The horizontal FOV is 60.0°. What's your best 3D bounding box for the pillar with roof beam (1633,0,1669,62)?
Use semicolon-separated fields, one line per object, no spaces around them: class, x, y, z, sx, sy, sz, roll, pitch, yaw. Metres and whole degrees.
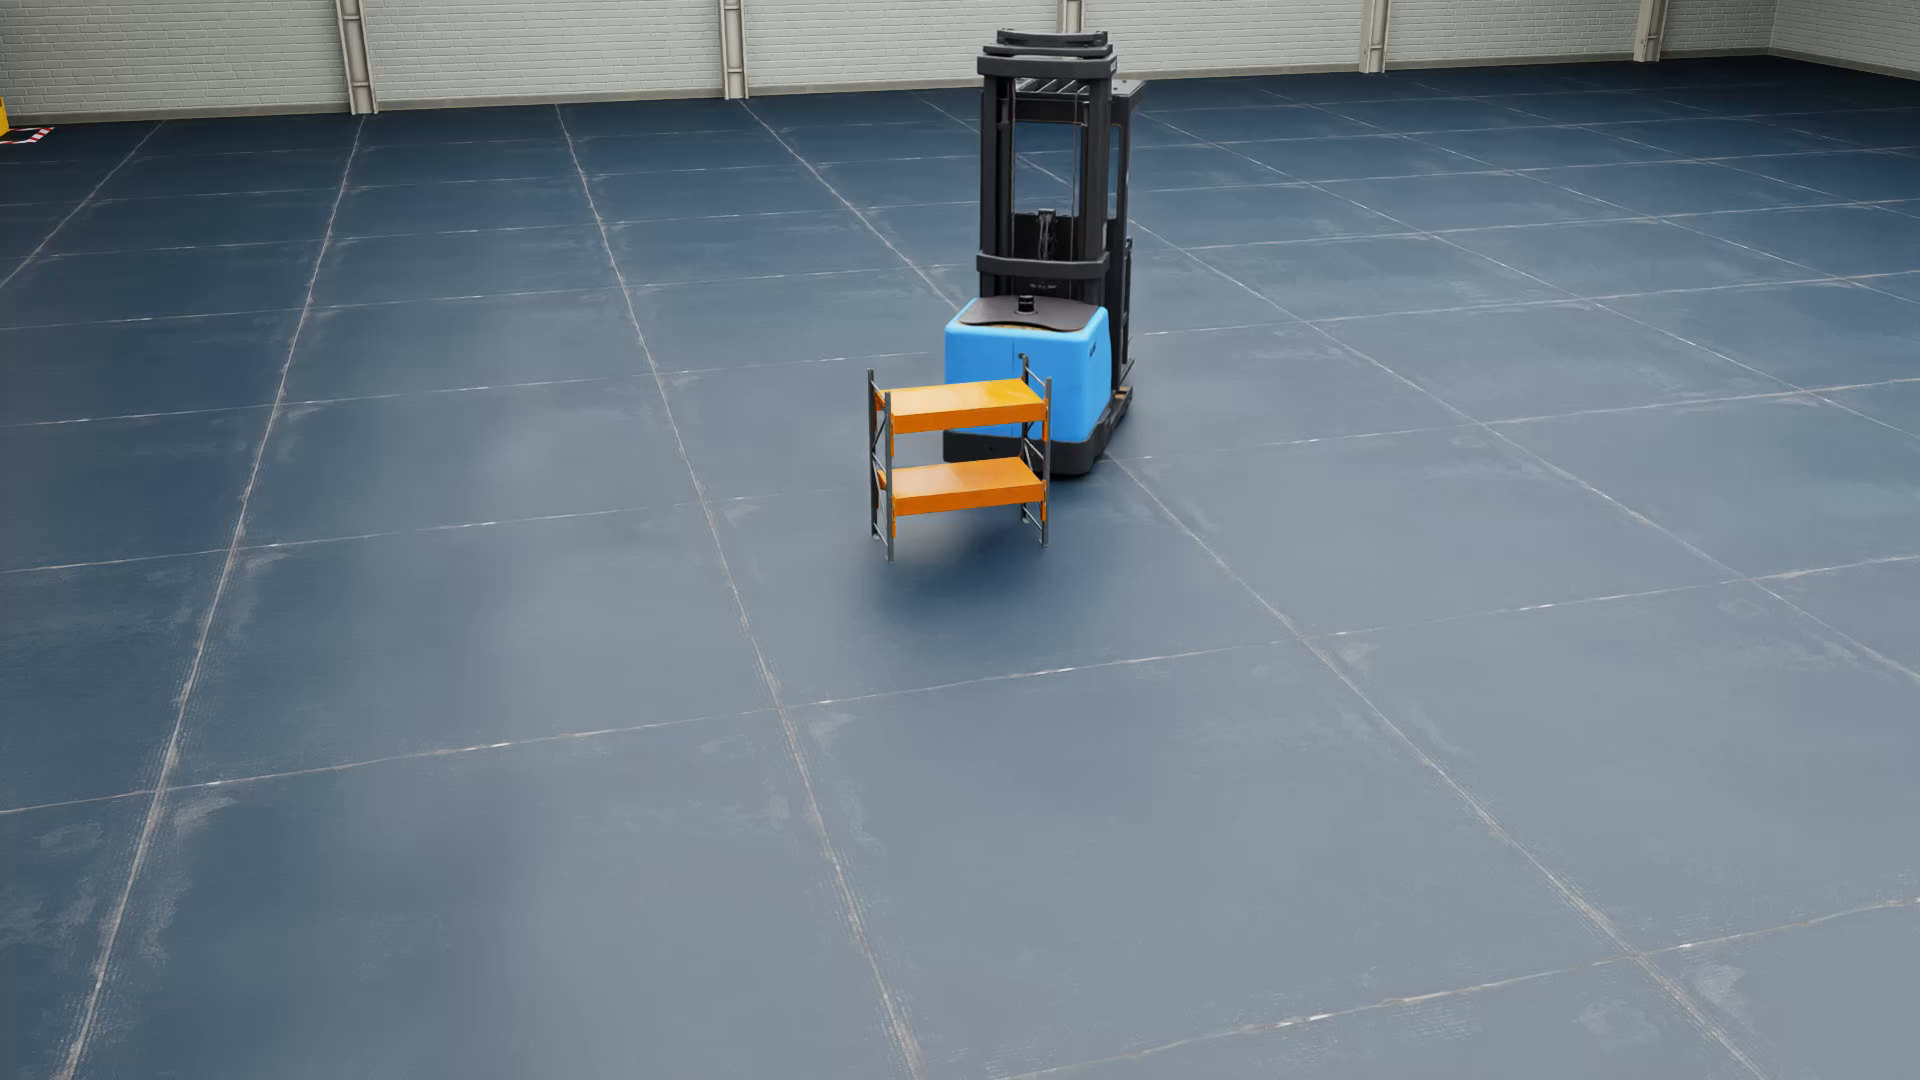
pillar with roof beam;14.676;-11.951;27.190;0.400;9.000;9.100;-6;24;-14

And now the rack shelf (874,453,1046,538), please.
rack shelf;-0.007;-0.292;10.623;1.000;0.278;0.538;-6;24;-14

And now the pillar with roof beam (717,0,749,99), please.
pillar with roof beam;-2.655;-10.034;22.722;0.400;9.000;9.100;-6;24;-14

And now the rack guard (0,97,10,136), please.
rack guard;-14.435;-6.219;24.609;0.348;0.500;1.175;-6;24;-14

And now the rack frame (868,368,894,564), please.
rack frame;-0.496;-0.462;10.400;0.032;1.125;0.500;-6;24;-14

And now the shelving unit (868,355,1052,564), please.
shelving unit;-0.007;-0.516;10.527;1.048;1.125;0.538;-6;24;-14

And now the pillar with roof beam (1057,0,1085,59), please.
pillar with roof beam;3.122;-10.673;24.211;0.400;9.000;9.100;-6;24;-14

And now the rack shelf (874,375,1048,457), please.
rack shelf;-0.007;-0.785;10.411;1.000;0.278;0.538;-6;24;-14

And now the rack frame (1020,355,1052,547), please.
rack frame;0.483;-0.570;10.653;0.032;1.125;0.500;-6;24;-14

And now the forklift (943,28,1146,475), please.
forklift;0.749;-2.355;12.521;1.130;2.935;3.031;6;24;14

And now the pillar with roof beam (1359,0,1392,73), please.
pillar with roof beam;8.899;-11.312;25.700;0.400;9.000;9.100;-6;24;-14

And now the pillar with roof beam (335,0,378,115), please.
pillar with roof beam;-8.432;-9.394;21.232;0.400;9.000;9.100;-6;24;-14
